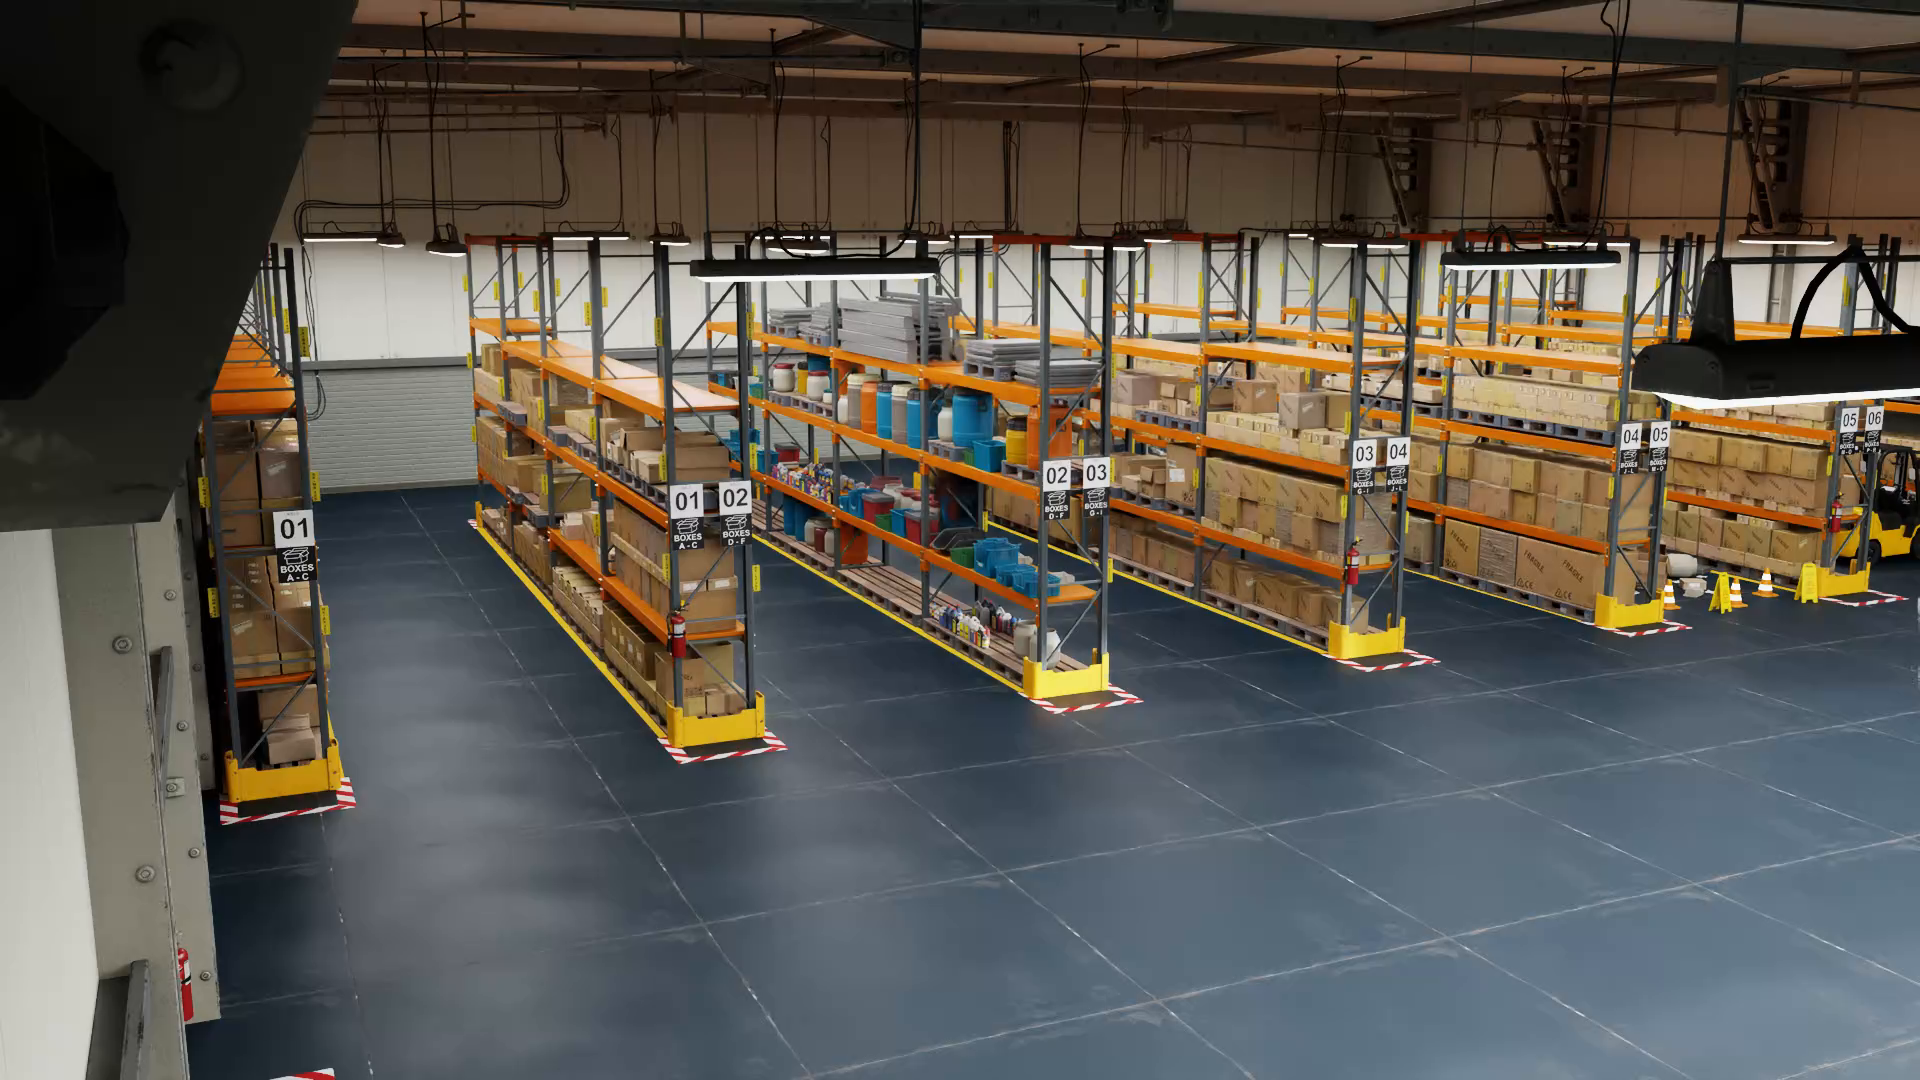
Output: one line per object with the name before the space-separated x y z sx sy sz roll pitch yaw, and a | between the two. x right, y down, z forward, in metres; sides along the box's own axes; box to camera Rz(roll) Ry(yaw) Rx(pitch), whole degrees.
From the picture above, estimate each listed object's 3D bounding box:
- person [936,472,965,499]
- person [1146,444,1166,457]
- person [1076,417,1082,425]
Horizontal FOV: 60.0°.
person | -0.120 -0.626 31.848 0.710 1.751 0.782 -8 13 -35
person | 4.855 -2.648 42.040 0.980 1.768 0.665 -5 12 -26
person | 2.914 -2.494 41.471 0.801 1.713 0.774 -2 11 -10
